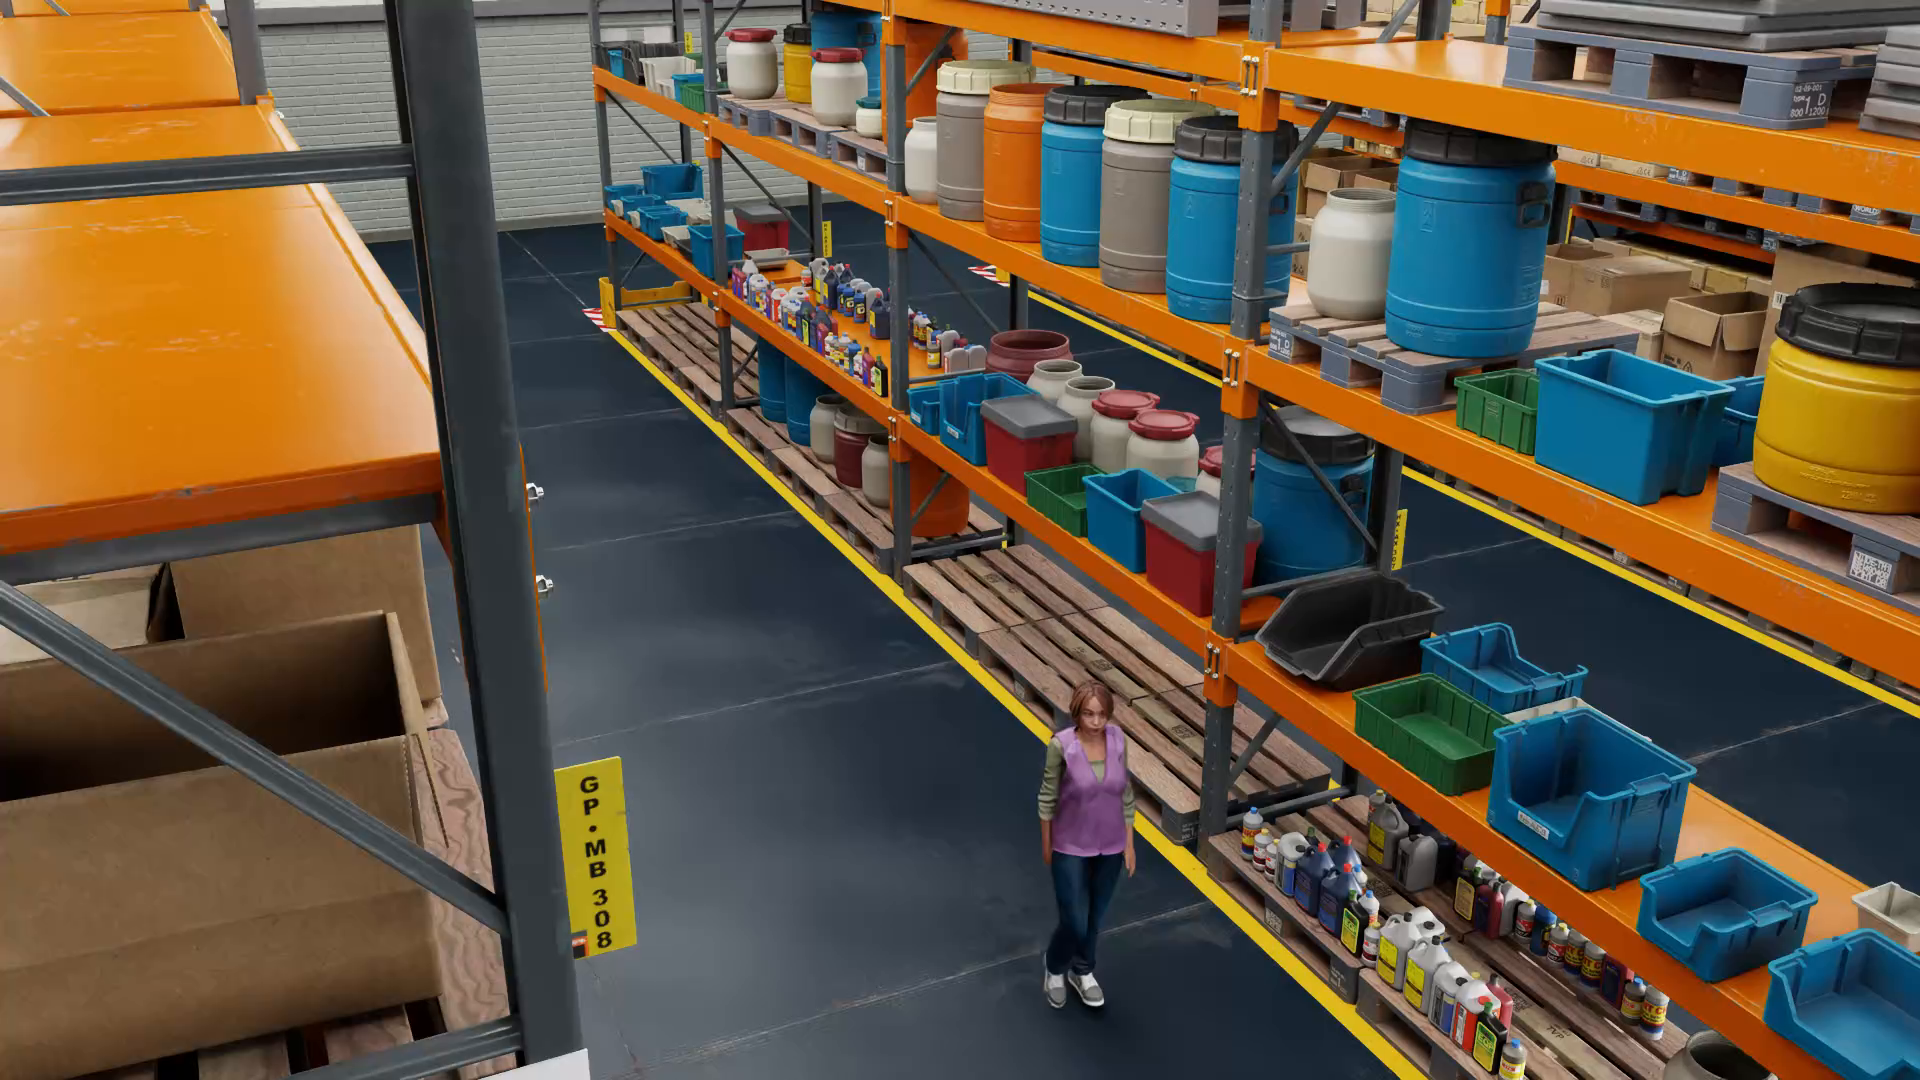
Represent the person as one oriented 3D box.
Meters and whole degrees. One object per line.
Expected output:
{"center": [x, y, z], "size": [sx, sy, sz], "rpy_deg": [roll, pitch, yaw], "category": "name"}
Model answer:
{"center": [0.574, 1.363, 7.297], "size": [0.414, 1.600, 0.399], "rpy_deg": [-8, 24, -19], "category": "person"}
